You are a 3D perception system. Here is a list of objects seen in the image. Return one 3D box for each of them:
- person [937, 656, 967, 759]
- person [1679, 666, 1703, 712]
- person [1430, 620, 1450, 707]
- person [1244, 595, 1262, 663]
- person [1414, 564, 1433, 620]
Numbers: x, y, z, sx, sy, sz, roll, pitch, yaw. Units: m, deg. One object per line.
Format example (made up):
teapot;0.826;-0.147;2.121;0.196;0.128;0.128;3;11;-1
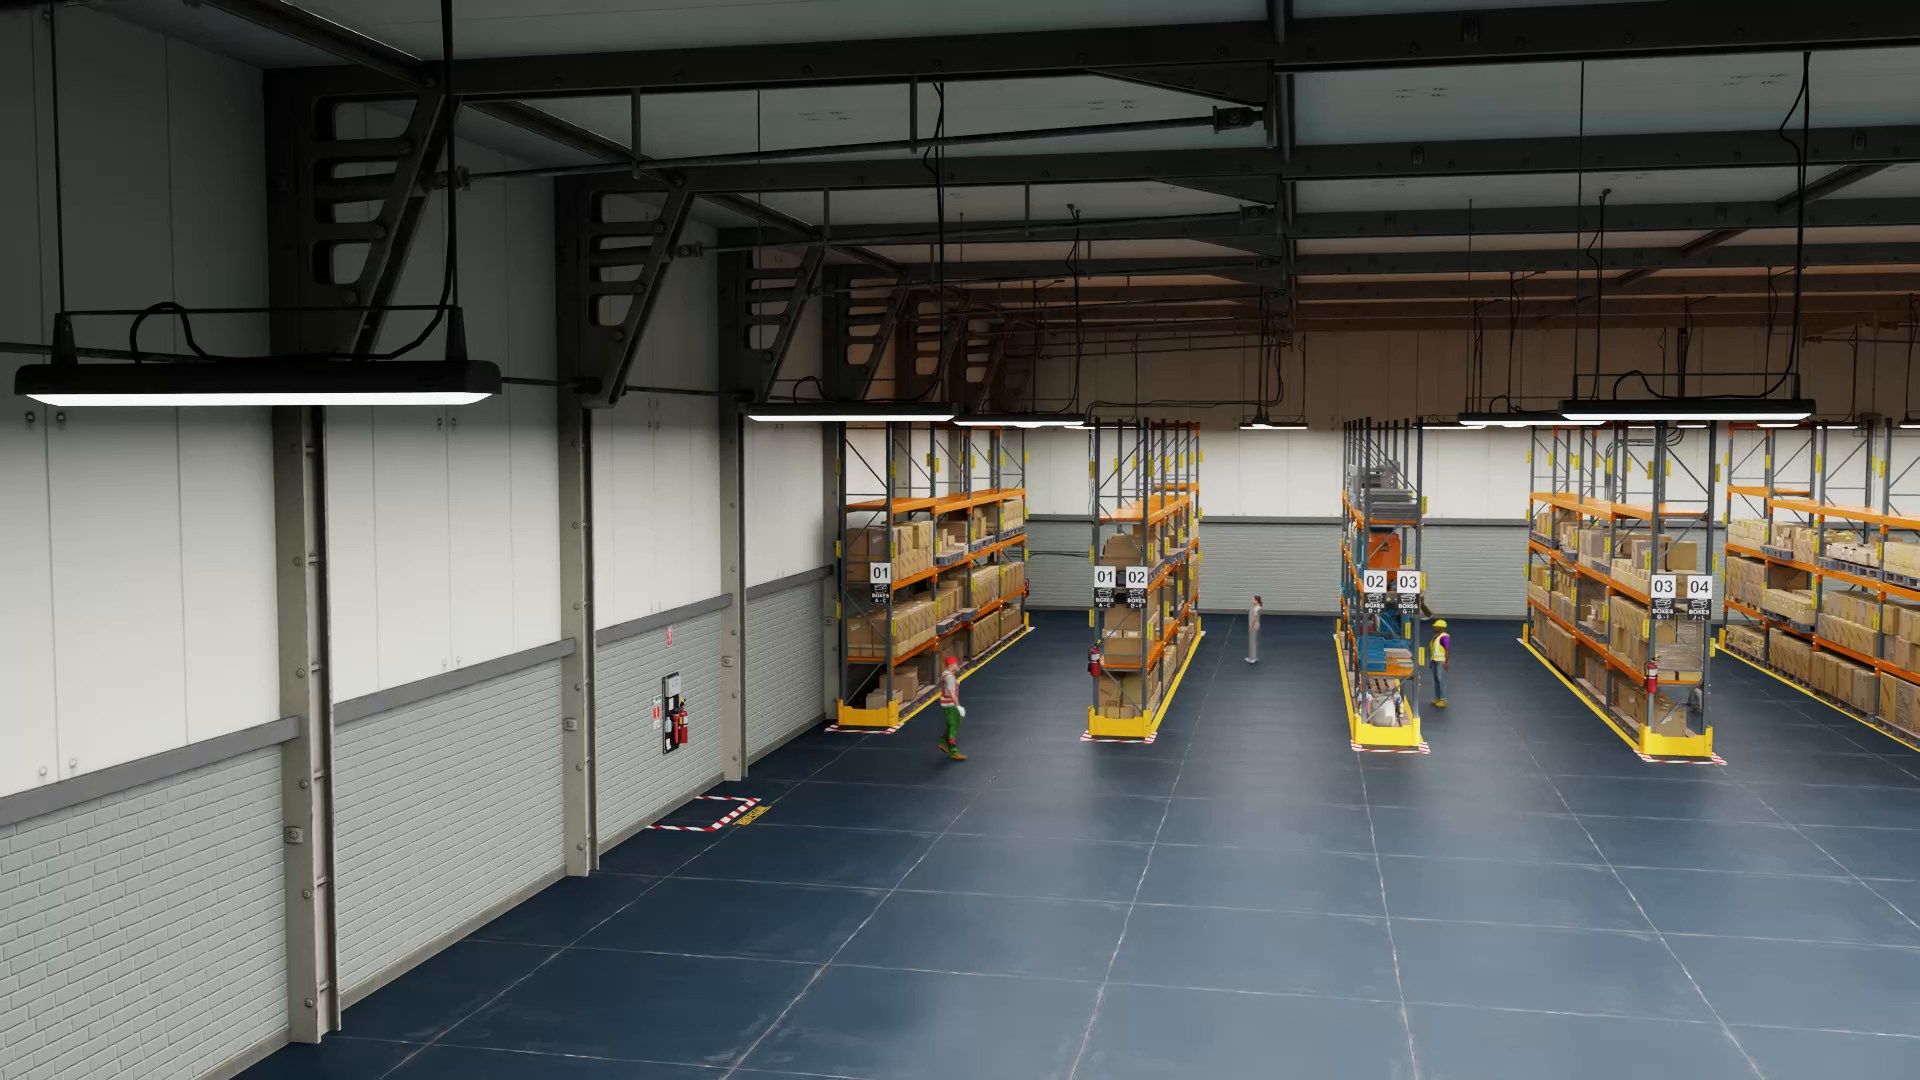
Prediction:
person;-0.145;2.926;29.213;0.527;1.788;0.713;0;4;-3
person;15.117;2.678;34.296;0.558;1.657;0.580;2;4;32
person;10.057;2.574;34.940;0.458;1.779;0.652;-1;4;-14
person;7.272;2.201;41.395;0.498;1.673;0.488;2;4;27
person;13.730;1.597;50.150;1.119;1.744;0.621;-1;4;-20
